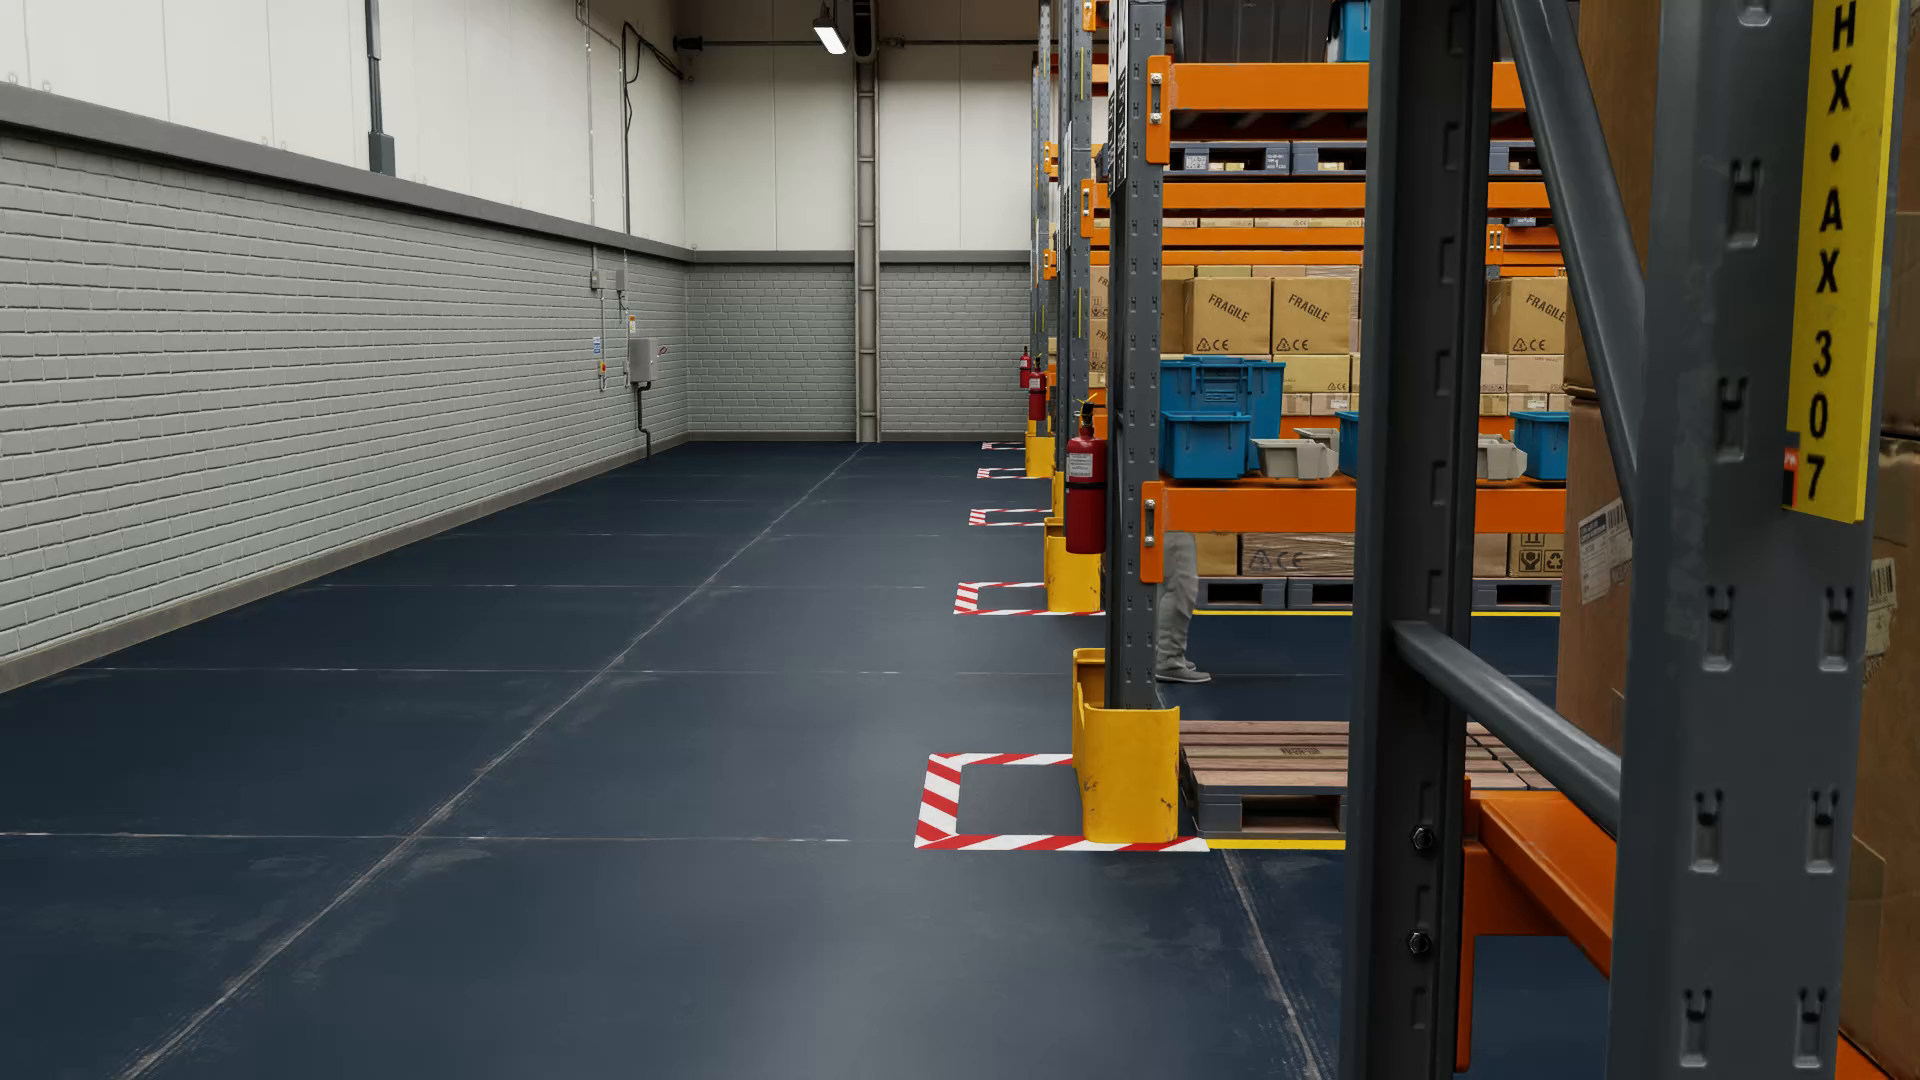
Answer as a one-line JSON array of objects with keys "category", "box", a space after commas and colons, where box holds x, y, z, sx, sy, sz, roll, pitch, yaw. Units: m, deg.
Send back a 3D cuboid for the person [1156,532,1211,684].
[{"category": "person", "box": [1.181, -0.079, 8.921, 0.539, 1.662, 0.452, 0, 7, 1]}]
